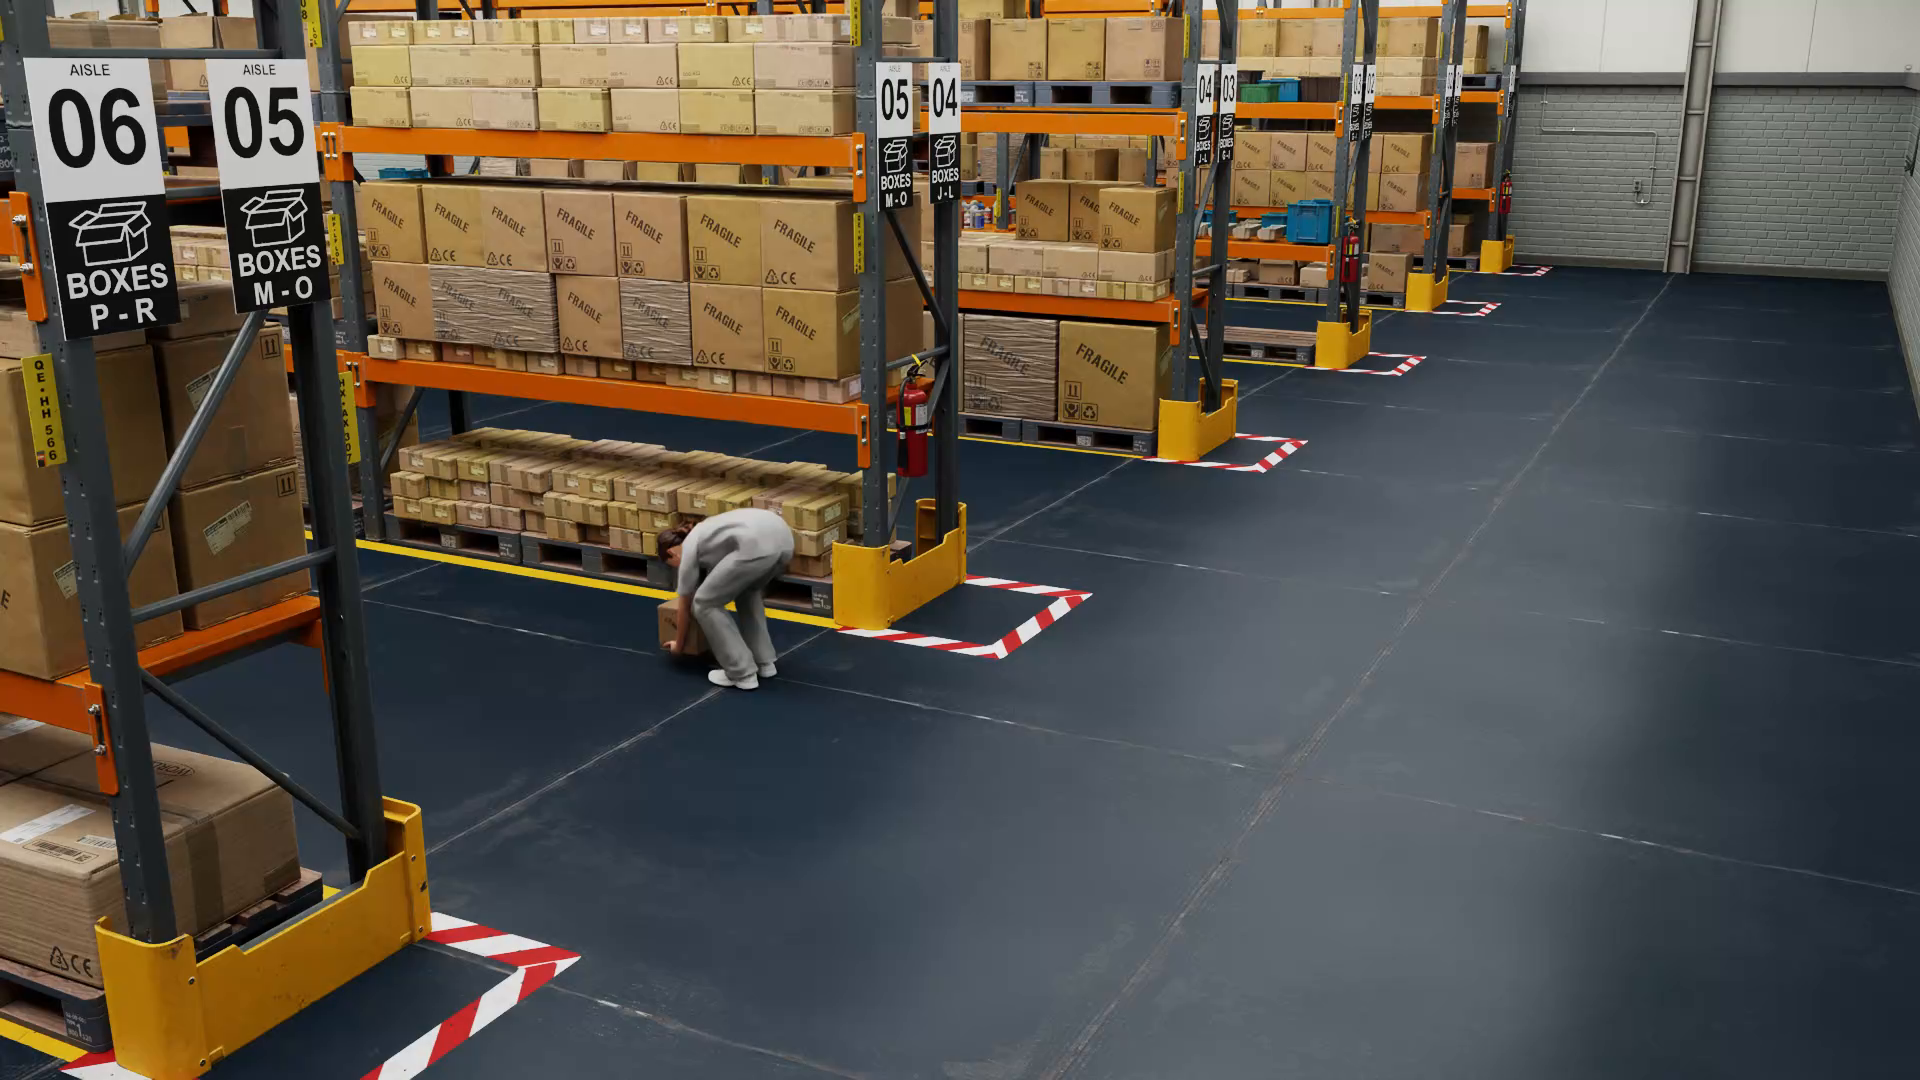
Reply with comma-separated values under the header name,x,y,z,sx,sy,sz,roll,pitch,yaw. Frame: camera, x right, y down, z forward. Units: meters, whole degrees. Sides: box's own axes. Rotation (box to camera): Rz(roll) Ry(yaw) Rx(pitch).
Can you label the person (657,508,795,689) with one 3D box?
name,x,y,z,sx,sy,sz,roll,pitch,yaw
person,-1.276,0.275,8.910,0.853,0.937,0.457,10,19,31
